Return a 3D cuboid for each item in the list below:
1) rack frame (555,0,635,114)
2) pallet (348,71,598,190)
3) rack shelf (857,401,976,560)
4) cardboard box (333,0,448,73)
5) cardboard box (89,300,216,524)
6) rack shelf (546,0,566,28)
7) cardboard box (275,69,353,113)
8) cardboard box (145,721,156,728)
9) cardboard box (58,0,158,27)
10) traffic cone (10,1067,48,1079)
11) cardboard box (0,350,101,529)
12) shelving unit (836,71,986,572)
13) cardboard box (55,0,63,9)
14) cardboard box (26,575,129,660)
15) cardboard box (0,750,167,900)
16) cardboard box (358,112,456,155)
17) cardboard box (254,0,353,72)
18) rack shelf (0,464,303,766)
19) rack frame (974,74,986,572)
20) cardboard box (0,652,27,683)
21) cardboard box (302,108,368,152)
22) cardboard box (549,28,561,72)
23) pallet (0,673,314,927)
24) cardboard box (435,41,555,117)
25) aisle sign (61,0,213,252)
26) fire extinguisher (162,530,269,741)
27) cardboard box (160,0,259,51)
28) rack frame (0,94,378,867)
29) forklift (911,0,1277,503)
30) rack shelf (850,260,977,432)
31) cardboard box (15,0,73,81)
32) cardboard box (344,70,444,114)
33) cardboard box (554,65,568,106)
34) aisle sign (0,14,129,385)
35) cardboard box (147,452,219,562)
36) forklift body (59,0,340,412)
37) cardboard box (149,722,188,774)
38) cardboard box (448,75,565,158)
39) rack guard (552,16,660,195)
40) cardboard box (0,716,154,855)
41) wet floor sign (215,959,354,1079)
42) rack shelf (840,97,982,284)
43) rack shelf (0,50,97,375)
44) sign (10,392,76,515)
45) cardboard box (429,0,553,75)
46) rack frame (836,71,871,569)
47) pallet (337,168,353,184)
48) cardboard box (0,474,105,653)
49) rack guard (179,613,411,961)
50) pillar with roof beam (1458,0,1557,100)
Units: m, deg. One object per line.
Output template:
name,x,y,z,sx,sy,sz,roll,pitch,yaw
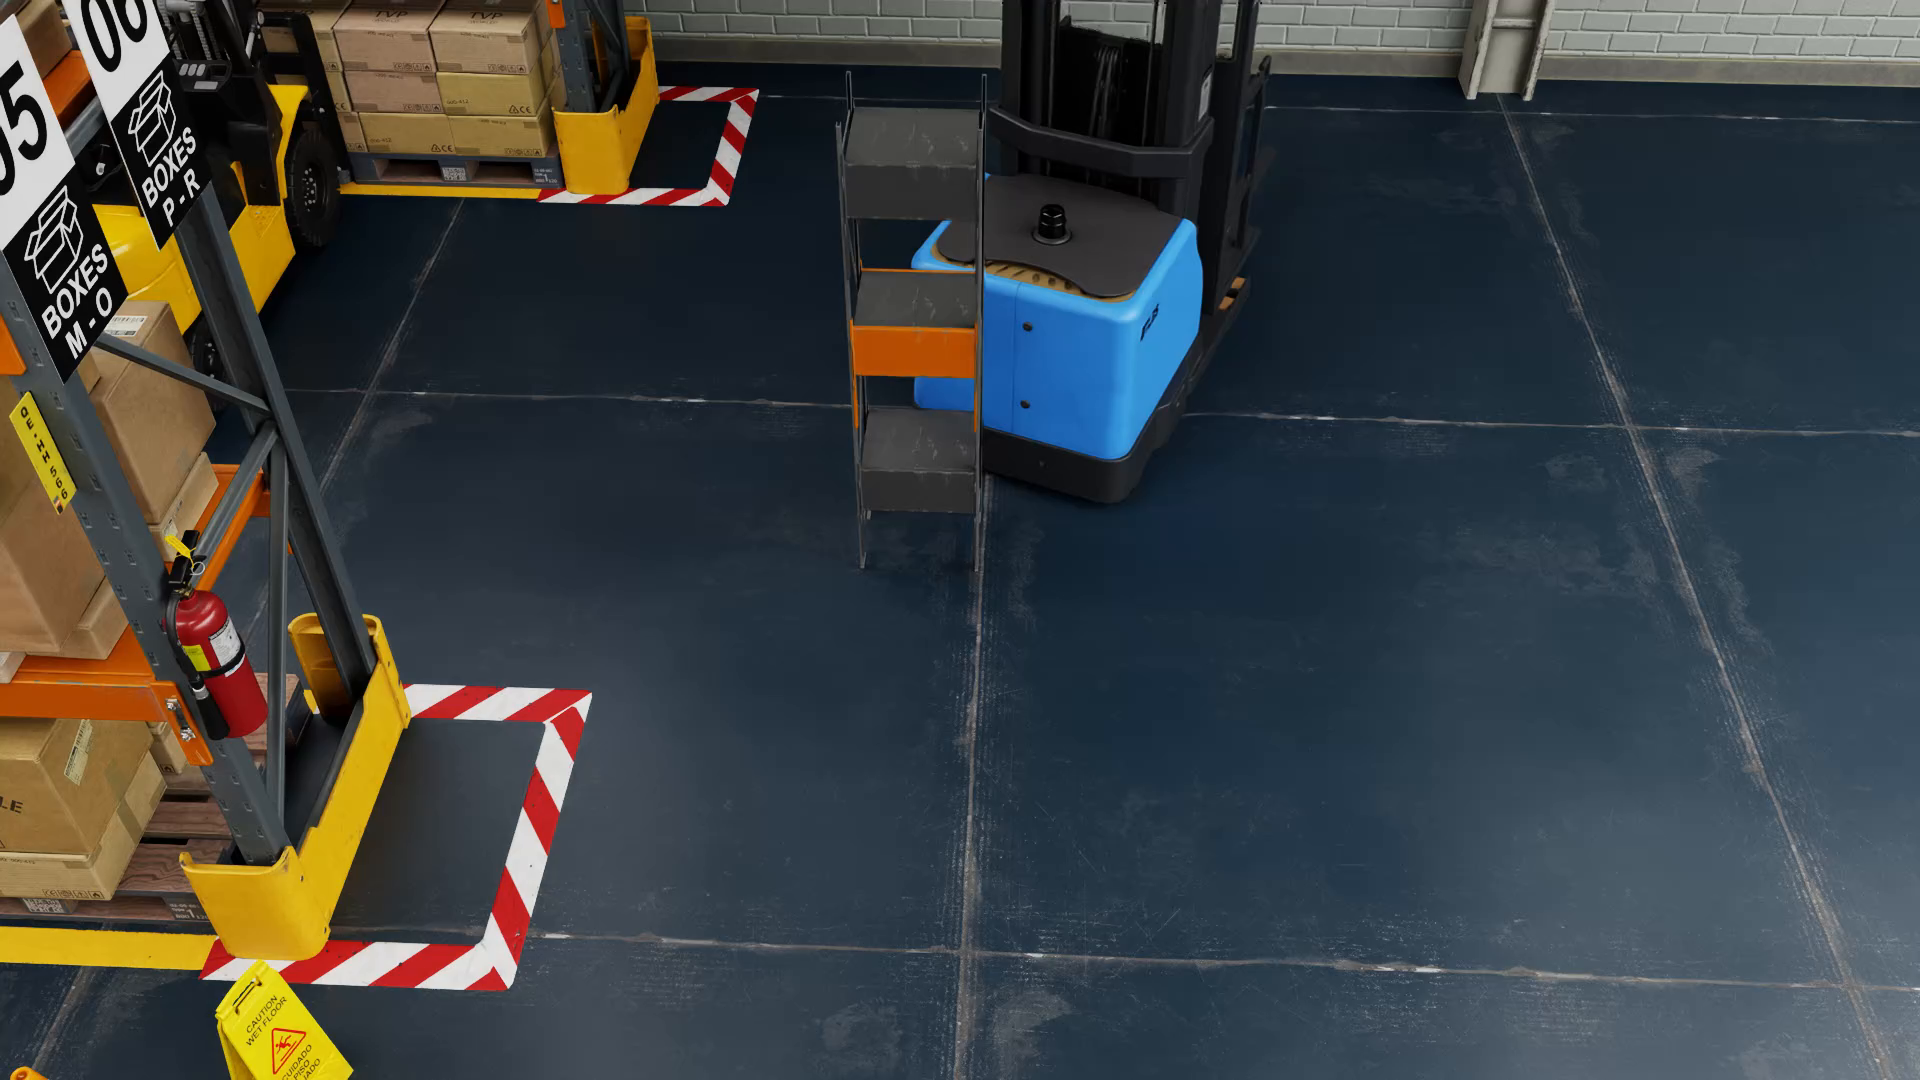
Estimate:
rack frame,-2.049,-3.434,8.736,0.127,3.000,1.000,2,43,2
pallet,-2.814,-2.409,9.681,1.213,0.211,1.003,2,43,2
rack shelf,-0.165,-0.251,7.026,0.480,0.518,0.431,2,43,2
cardboard box,-3.033,-2.761,8.989,0.500,0.250,0.500,2,43,3
cardboard box,-2.729,-0.403,5.191,0.500,0.500,0.500,1,43,1
rack shelf,-4.047,-3.233,9.047,4.000,0.370,1.077,2,43,2
cardboard box,-3.566,-2.591,9.173,0.500,0.250,0.500,1,43,1
cardboard box,-3.086,0.310,5.875,0.500,0.500,0.500,0,43,0
cardboard box,-4.567,-2.812,9.044,0.500,0.250,0.500,3,43,3
traffic cone,-2.756,1.739,5.044,0.334,0.463,0.336,2,43,2
cardboard box,-2.789,-0.433,4.489,0.500,0.500,0.700,1,43,1
shelving unit,-0.165,-0.773,6.540,0.503,2.100,0.431,2,43,2
cardboard box,-5.065,-2.819,9.052,0.500,0.250,0.500,2,43,2
cardboard box,-2.652,0.172,5.049,0.250,0.149,0.380,3,43,3
cardboard box,-3.112,0.956,5.733,0.500,0.250,0.500,2,43,2
cardboard box,-3.029,-2.403,9.338,0.500,0.250,0.500,2,43,2
cardboard box,-3.538,-2.770,8.998,0.500,0.250,0.500,2,43,2
rack shelf,-4.266,0.148,5.419,4.000,0.370,1.077,2,43,2
rack frame,0.078,-0.766,6.532,0.015,2.100,0.400,2,43,2
cardboard box,-2.910,0.240,4.976,0.250,0.149,0.380,1,43,1
cardboard box,-3.528,-2.424,9.361,0.500,0.250,0.500,2,43,2
cardboard box,-2.509,-2.921,9.527,0.500,0.250,0.500,2,43,3
pallet,-3.154,0.915,6.113,1.213,0.211,1.003,2,43,2
cardboard box,-2.549,-2.567,9.147,0.500,0.250,0.500,1,43,1
aisle sign,-2.193,-1.215,4.446,0.004,0.787,0.394,2,43,2
fire extinguisher,-2.175,0.291,4.793,0.183,0.674,0.296,2,43,2
cardboard box,-4.043,-2.791,9.021,0.500,0.250,0.500,1,43,1
rack frame,-2.268,-0.054,5.108,0.127,3.000,1.000,2,43,2
forklift,0.840,-2.245,7.510,1.130,2.935,3.031,17,46,17
rack shelf,-0.165,-0.763,6.549,0.480,0.518,0.431,2,43,2
cardboard box,-2.585,-1.291,4.419,0.250,0.149,0.380,2,43,2
cardboard box,-3.049,-2.590,9.172,0.500,0.250,0.500,1,43,1
cardboard box,-2.530,-2.730,9.689,0.500,0.250,0.500,2,43,2
aisle sign,-2.220,-0.806,4.008,0.004,0.787,0.394,2,43,2
cardboard box,-2.598,-0.114,5.356,0.250,0.149,0.380,2,43,2
forklift body,-4.025,-1.940,7.754,1.214,2.155,2.313,2,43,2
cardboard box,-3.062,0.585,6.130,0.500,0.250,0.500,1,43,2
cardboard box,-2.532,-2.381,9.315,0.500,0.250,0.500,2,43,2
rack guard,-2.025,-2.519,9.587,0.348,0.500,1.175,2,43,2
cardboard box,-3.081,0.677,5.482,0.500,0.500,0.500,2,43,2
wet floor sign,-2.127,1.542,5.122,0.232,0.644,0.267,16,45,16
rack shelf,-0.165,-1.276,6.072,0.480,0.518,0.431,2,43,2
rack shelf,-4.266,-0.950,4.396,4.000,0.370,1.077,2,43,2
sign,-2.313,-0.216,4.200,0.005,0.325,0.100,2,43,2
cardboard box,-2.523,-2.750,8.976,0.500,0.250,0.500,3,43,3
rack frame,-0.409,-0.781,6.548,0.015,2.100,0.400,2,43,2
pallet,-4.030,-2.448,9.723,1.213,0.211,1.003,2,43,2
cardboard box,-2.823,-0.029,4.789,0.500,0.500,0.500,1,43,1
rack guard,-2.344,0.858,5.962,0.348,0.500,1.175,2,43,2
pillar with roof beam,3.096,-3.149,4.028,0.400,9.000,9.100,2,43,2
